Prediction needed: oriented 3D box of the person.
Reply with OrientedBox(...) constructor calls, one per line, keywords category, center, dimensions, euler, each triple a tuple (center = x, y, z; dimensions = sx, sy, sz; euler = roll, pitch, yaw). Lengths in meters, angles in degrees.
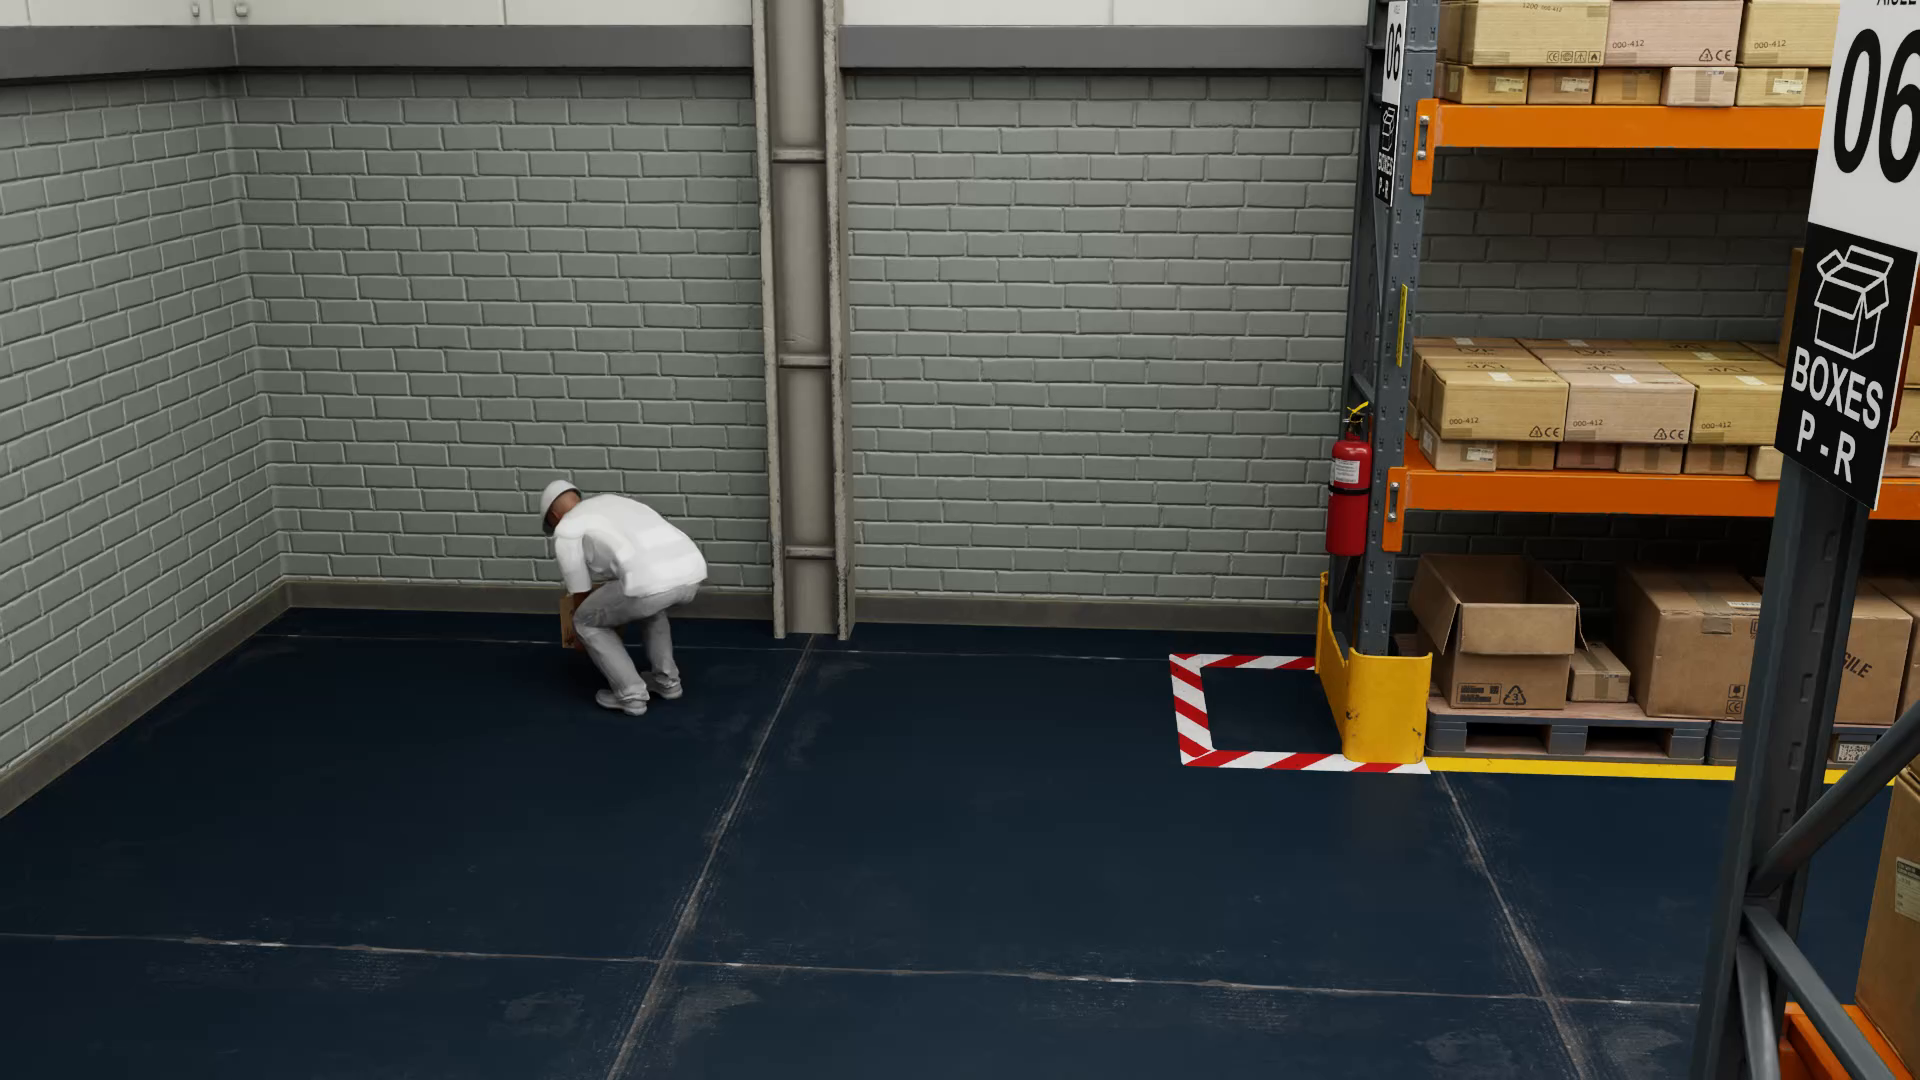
OrientedBox(category="person", center=(-1.639, 0.266, 7.931), dimensions=(0.950, 1.009, 0.526), euler=(14, 22, 38))
